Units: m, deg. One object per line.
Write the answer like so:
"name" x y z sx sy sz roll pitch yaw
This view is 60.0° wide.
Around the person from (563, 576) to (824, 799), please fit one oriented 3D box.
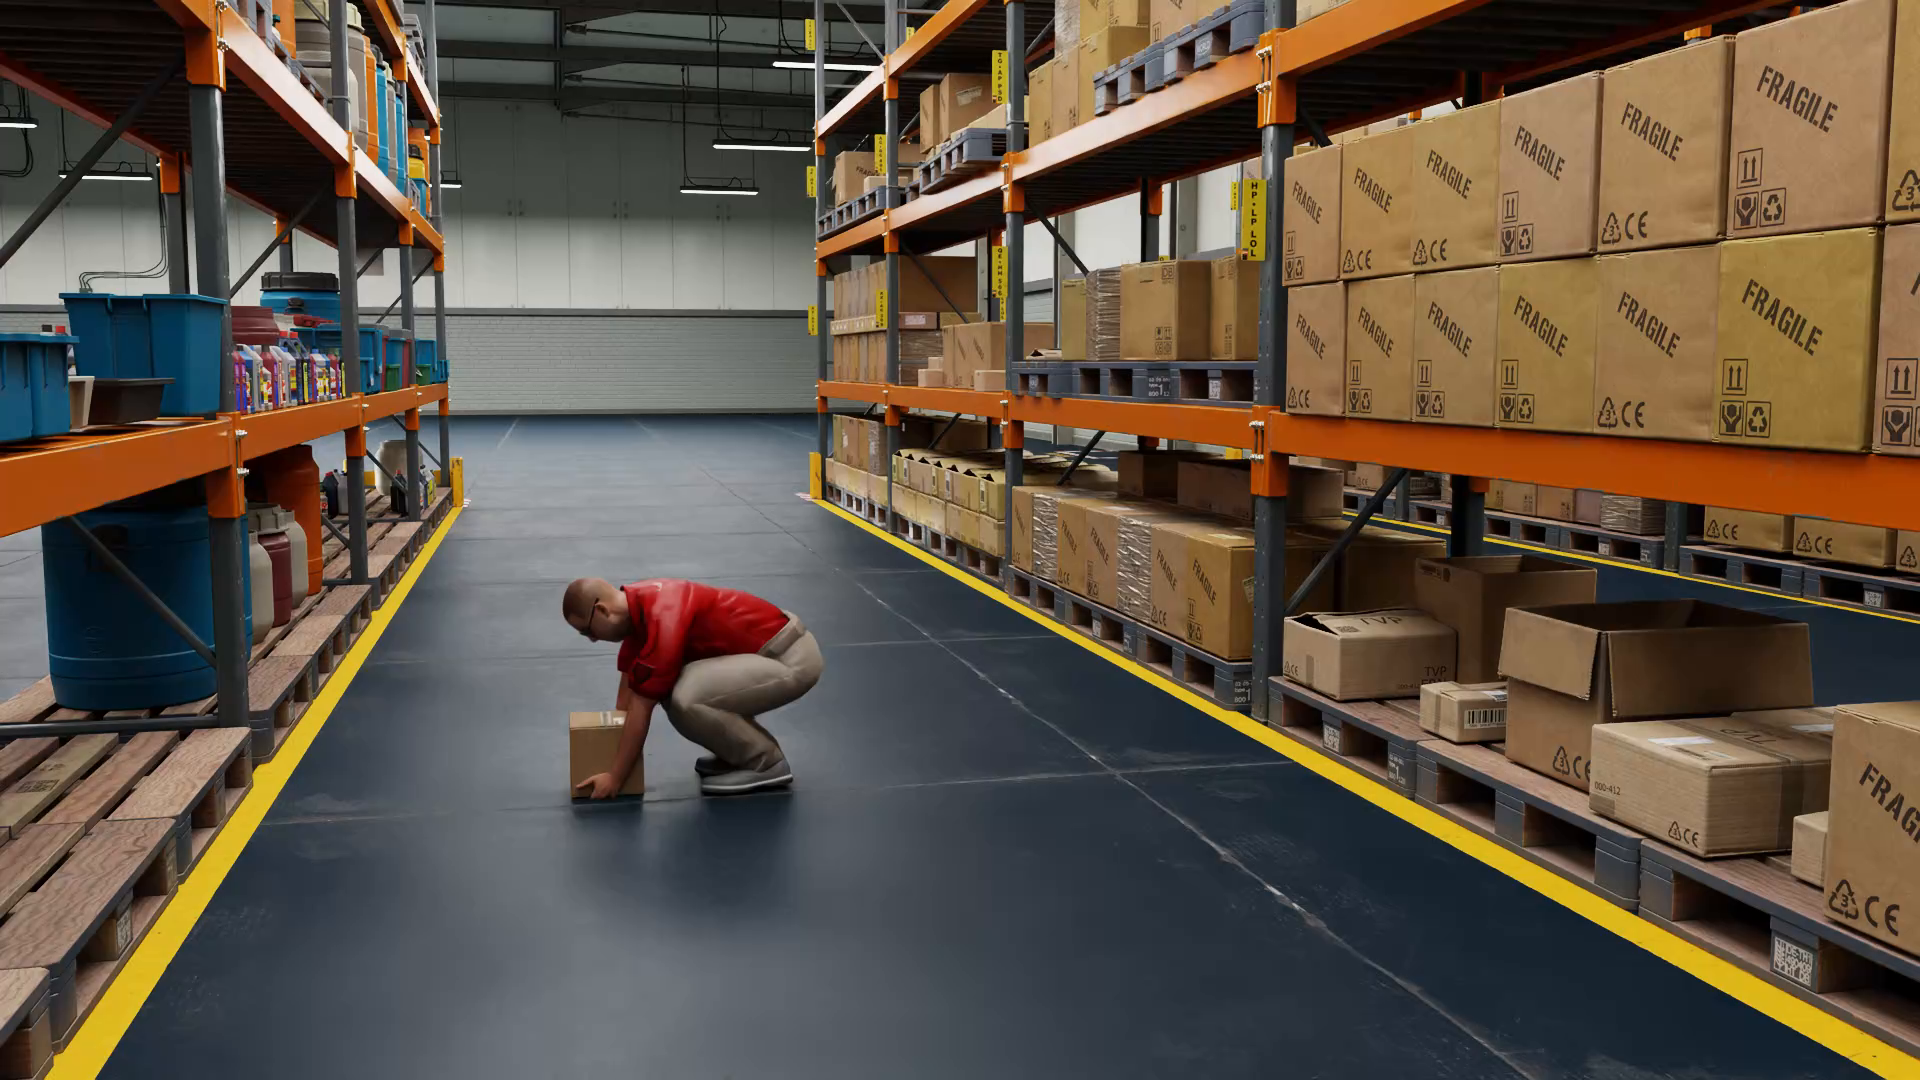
"person" -0.987 0.524 5.936 0.829 0.824 0.524 -2 6 -15
